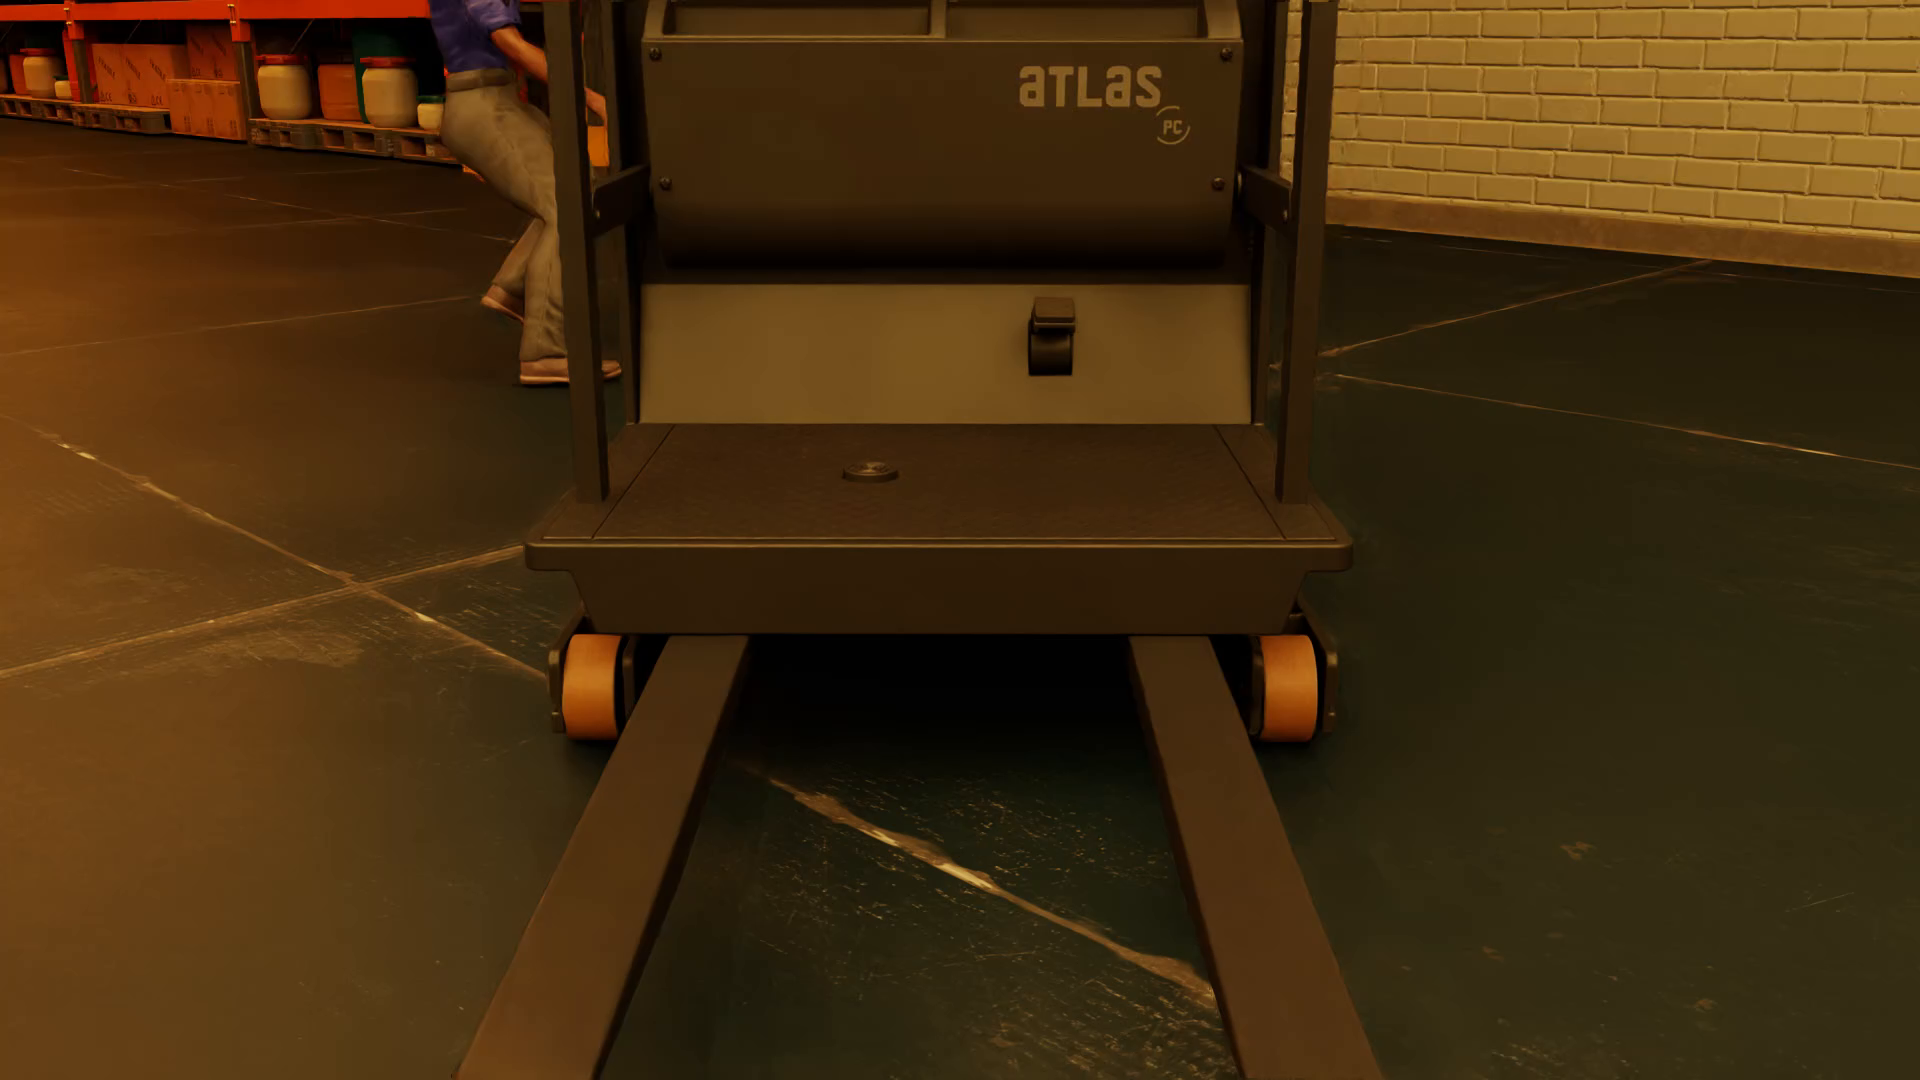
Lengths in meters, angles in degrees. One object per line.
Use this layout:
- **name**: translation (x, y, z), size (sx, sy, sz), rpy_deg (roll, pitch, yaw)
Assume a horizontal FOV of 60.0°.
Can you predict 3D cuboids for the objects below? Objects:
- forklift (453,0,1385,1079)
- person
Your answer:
- **forklift**: translation (-0.026, -1.192, 2.287), size (1.130, 2.935, 3.031), rpy_deg (0, 17, 0)
- **person**: translation (-1.257, -1.271, 4.920), size (0.565, 1.522, 0.718), rpy_deg (-4, 18, -13)
